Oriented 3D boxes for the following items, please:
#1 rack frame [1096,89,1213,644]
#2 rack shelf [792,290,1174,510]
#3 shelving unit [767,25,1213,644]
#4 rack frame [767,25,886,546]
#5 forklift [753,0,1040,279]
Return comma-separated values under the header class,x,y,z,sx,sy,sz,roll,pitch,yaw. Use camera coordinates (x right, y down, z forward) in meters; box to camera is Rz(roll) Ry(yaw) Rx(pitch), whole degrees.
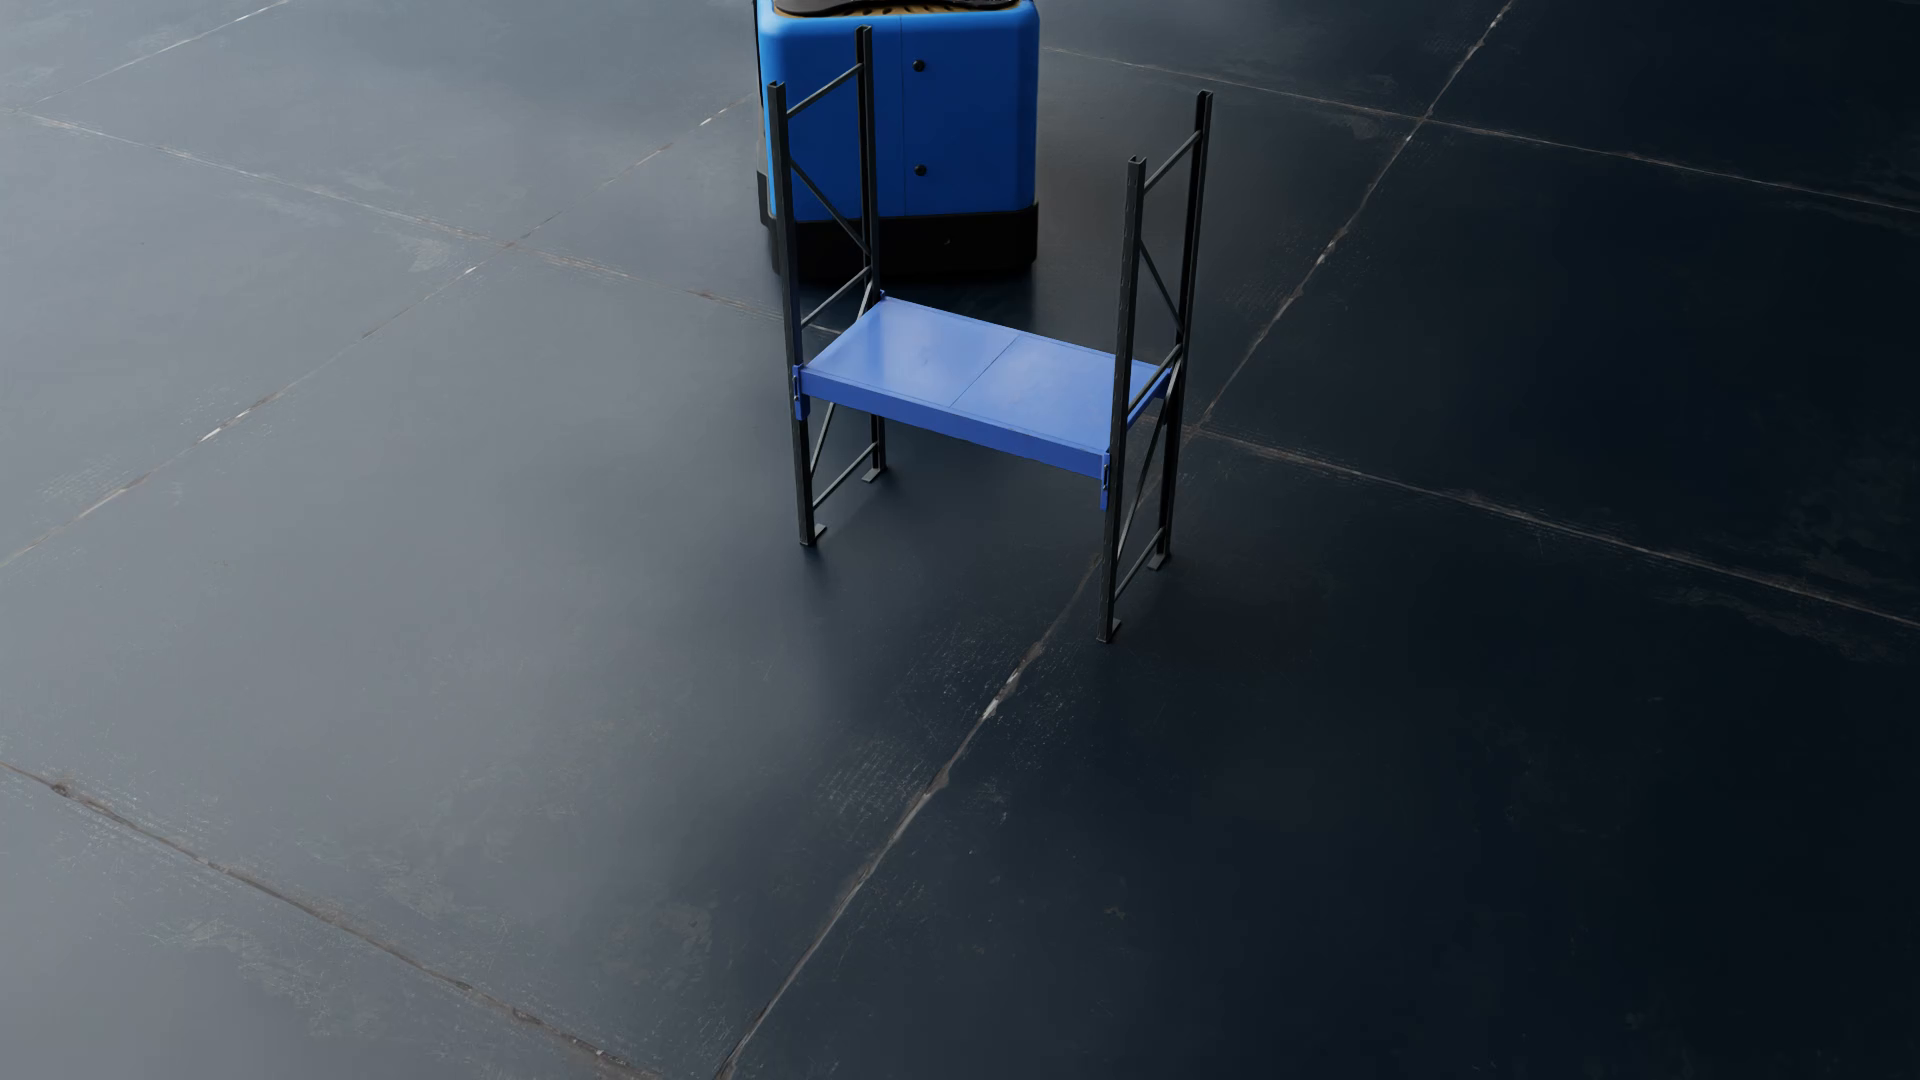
class,x,y,z,sx,sy,sz,roll,pitch,yaw
rack frame,0.527,-0.432,4.579,0.032,1.500,0.500,17,41,21
rack shelf,0.076,-0.430,4.874,1.000,0.185,0.538,17,41,21
shelving unit,0.076,-0.574,4.765,1.048,1.500,0.538,17,41,21
rack frame,-0.376,-0.715,4.952,0.032,1.500,0.500,17,41,21
forklift,-0.369,-3.062,6.860,1.130,2.935,3.031,-4,37,-5
